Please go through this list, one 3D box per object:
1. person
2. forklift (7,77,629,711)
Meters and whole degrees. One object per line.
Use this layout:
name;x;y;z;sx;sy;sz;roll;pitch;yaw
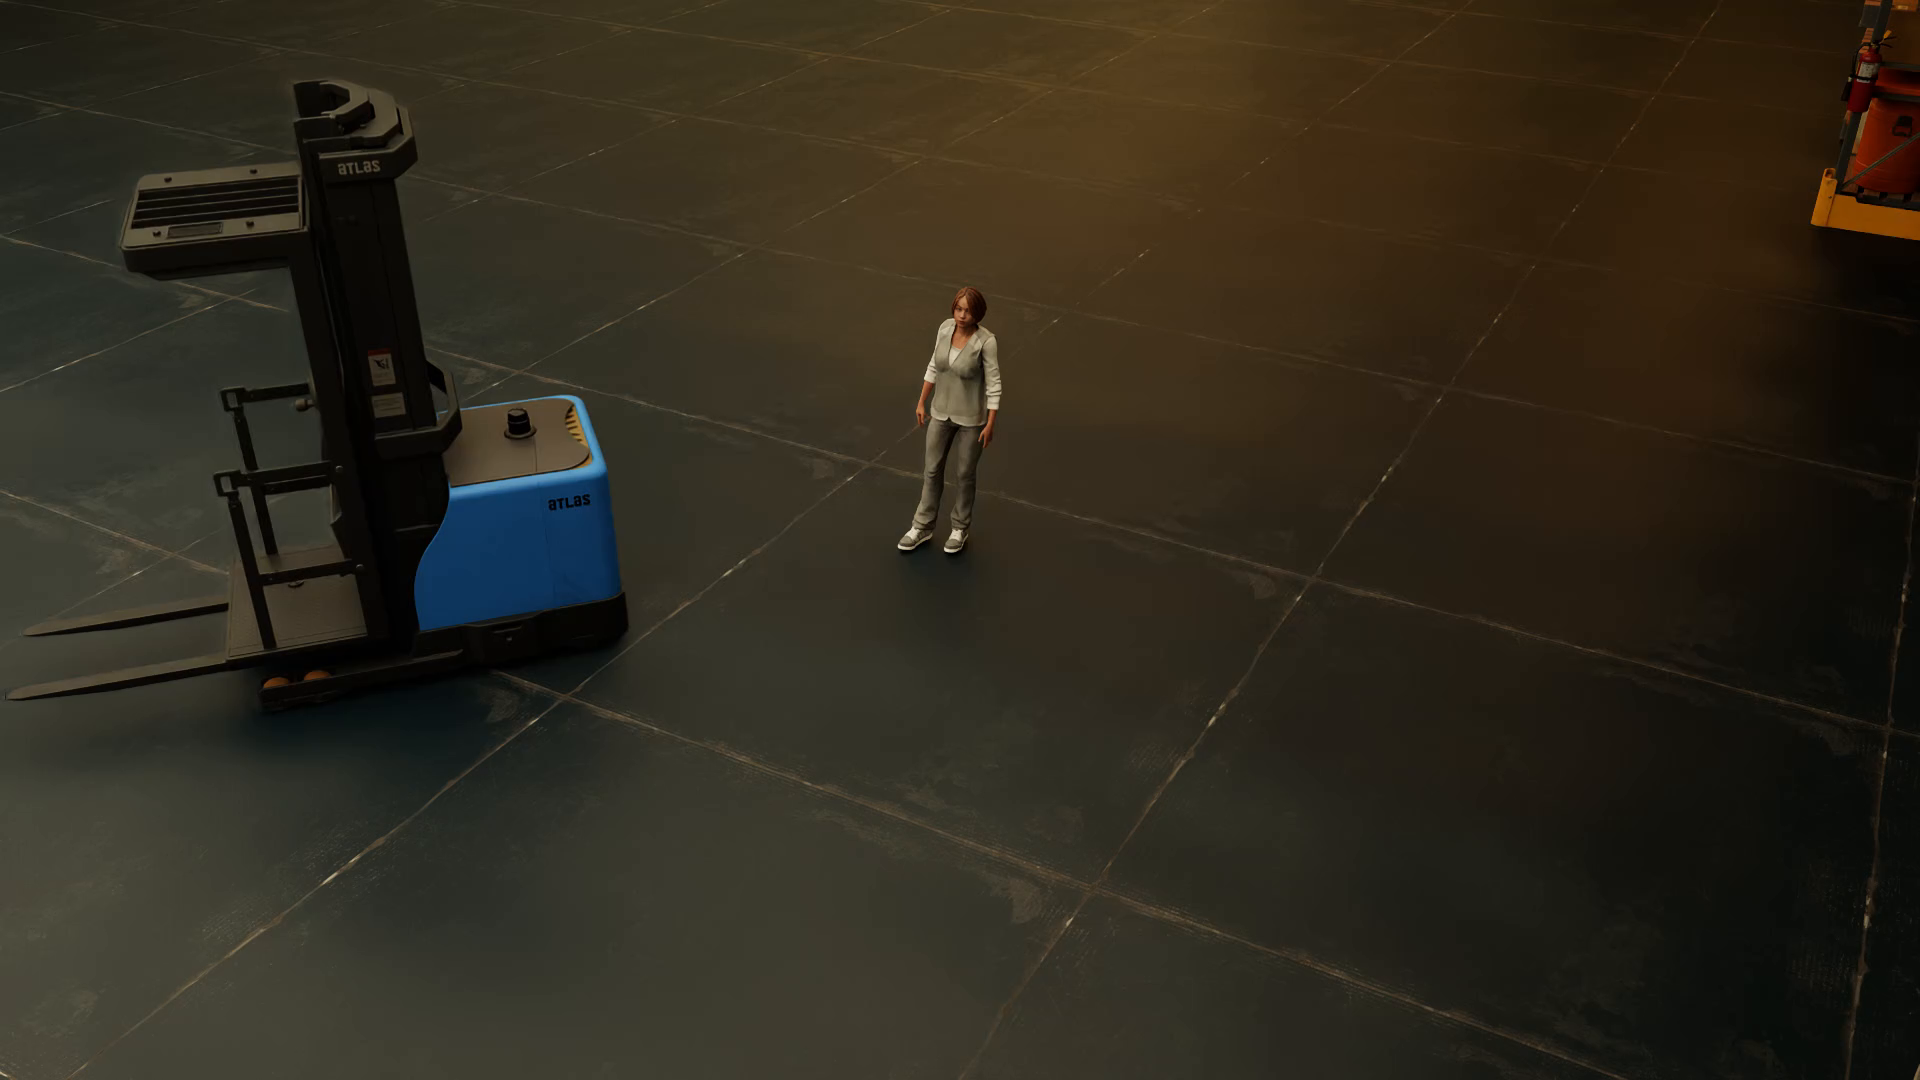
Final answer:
person;-0.048;-0.669;9.550;0.521;1.596;0.475;15;33;25
forklift;-3.376;-0.696;8.277;3.031;2.935;1.130;-10;31;-17
